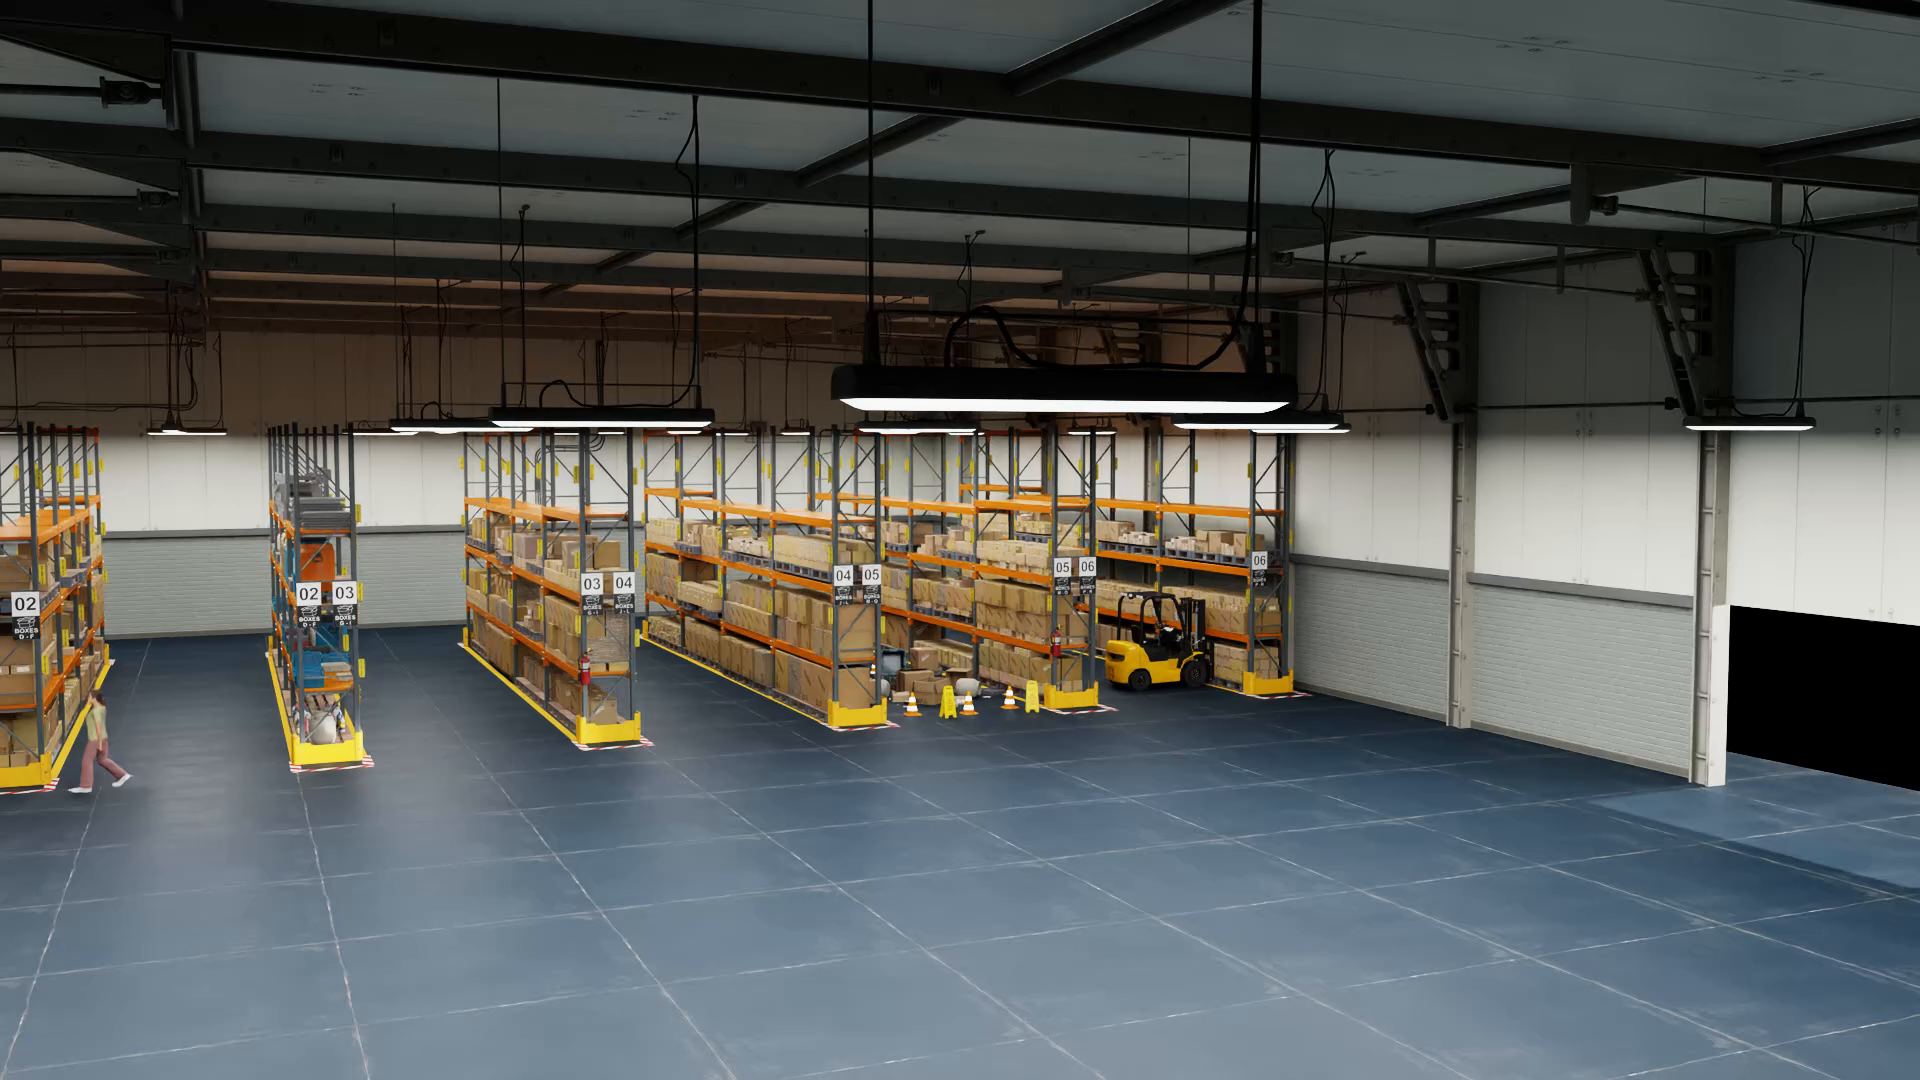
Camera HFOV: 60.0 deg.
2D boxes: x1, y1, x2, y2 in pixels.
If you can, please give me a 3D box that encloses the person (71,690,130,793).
[{"bbox_3d":[-13.952,3.246,26.968,0.828,1.647,0.441,-1,4,-12],"label":"person"}]
